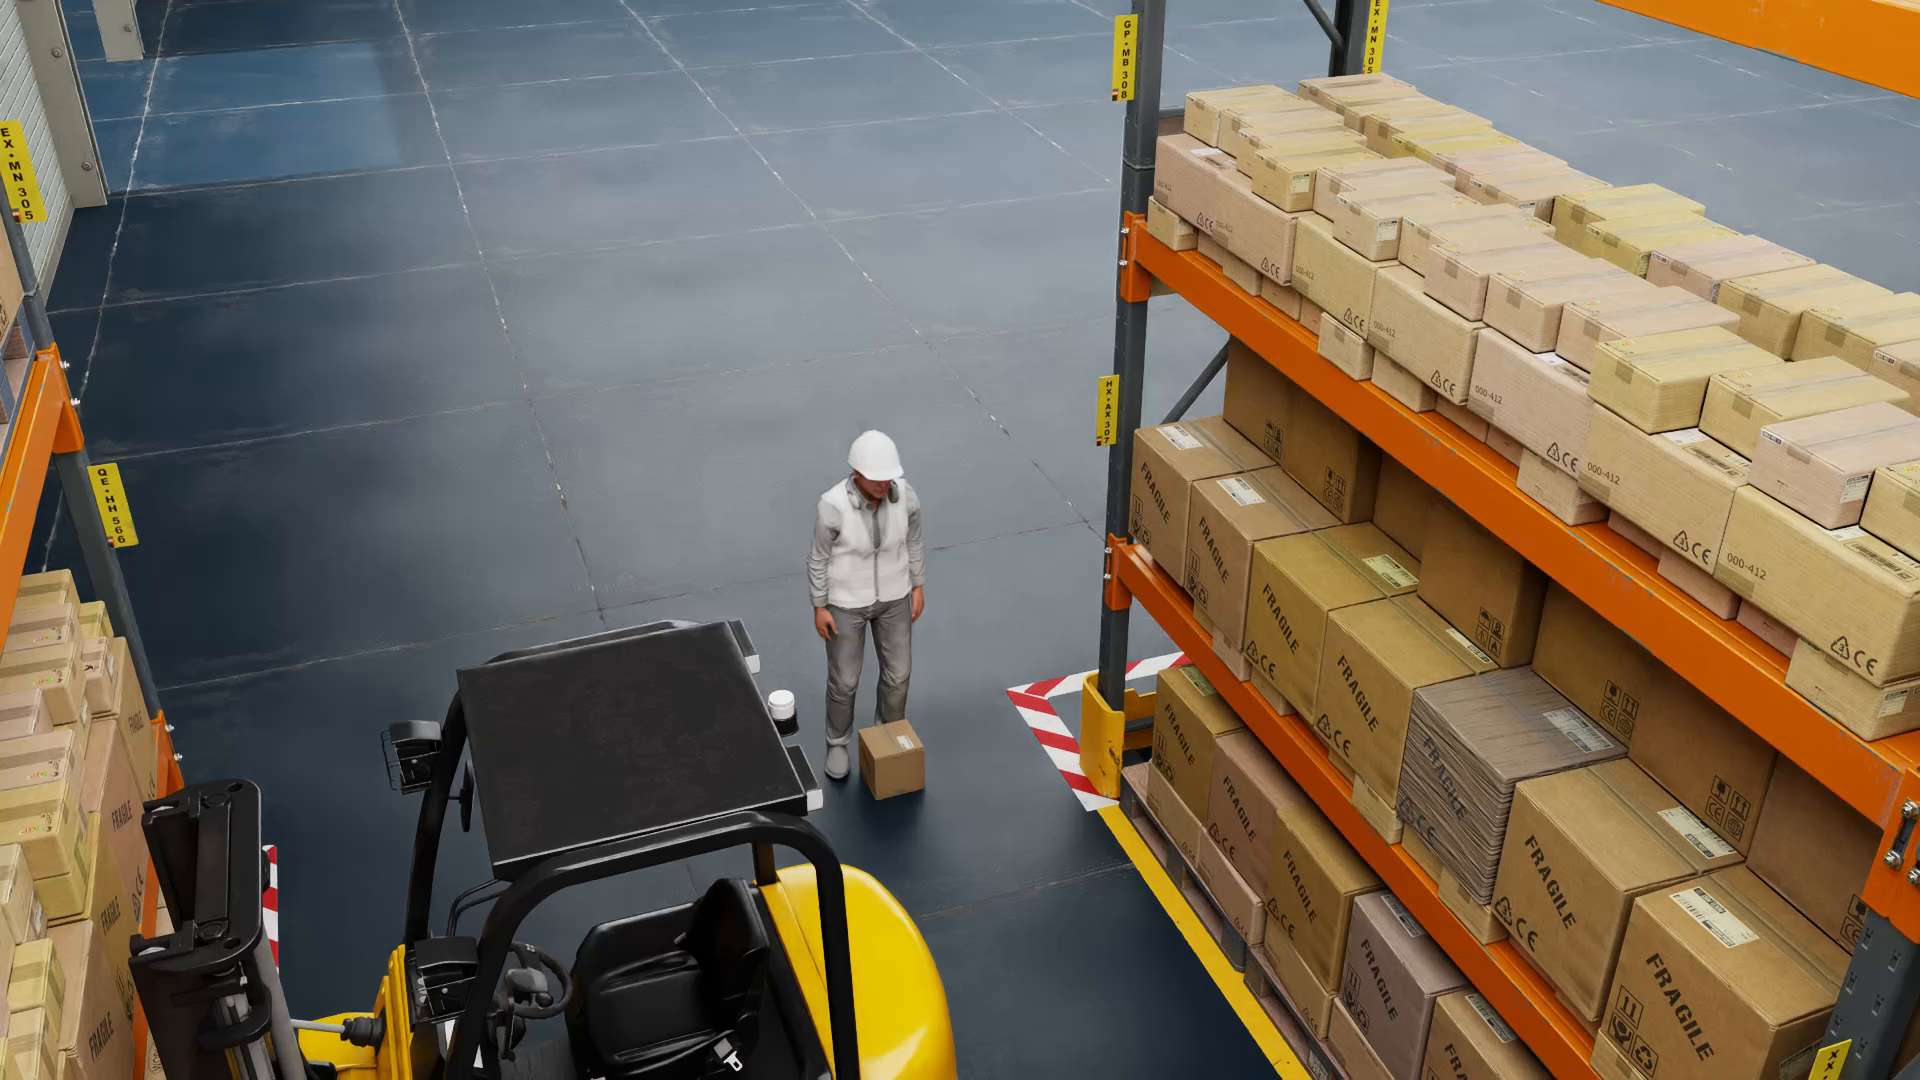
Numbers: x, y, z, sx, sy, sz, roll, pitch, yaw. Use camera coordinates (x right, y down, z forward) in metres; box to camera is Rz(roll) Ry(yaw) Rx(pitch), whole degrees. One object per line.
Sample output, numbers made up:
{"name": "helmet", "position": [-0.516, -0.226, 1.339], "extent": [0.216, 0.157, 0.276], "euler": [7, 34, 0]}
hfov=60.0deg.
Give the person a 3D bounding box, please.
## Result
{"name": "person", "position": [-0.425, 0.277, 7.835], "extent": [0.579, 1.769, 0.475], "euler": [-12, 32, -20]}
